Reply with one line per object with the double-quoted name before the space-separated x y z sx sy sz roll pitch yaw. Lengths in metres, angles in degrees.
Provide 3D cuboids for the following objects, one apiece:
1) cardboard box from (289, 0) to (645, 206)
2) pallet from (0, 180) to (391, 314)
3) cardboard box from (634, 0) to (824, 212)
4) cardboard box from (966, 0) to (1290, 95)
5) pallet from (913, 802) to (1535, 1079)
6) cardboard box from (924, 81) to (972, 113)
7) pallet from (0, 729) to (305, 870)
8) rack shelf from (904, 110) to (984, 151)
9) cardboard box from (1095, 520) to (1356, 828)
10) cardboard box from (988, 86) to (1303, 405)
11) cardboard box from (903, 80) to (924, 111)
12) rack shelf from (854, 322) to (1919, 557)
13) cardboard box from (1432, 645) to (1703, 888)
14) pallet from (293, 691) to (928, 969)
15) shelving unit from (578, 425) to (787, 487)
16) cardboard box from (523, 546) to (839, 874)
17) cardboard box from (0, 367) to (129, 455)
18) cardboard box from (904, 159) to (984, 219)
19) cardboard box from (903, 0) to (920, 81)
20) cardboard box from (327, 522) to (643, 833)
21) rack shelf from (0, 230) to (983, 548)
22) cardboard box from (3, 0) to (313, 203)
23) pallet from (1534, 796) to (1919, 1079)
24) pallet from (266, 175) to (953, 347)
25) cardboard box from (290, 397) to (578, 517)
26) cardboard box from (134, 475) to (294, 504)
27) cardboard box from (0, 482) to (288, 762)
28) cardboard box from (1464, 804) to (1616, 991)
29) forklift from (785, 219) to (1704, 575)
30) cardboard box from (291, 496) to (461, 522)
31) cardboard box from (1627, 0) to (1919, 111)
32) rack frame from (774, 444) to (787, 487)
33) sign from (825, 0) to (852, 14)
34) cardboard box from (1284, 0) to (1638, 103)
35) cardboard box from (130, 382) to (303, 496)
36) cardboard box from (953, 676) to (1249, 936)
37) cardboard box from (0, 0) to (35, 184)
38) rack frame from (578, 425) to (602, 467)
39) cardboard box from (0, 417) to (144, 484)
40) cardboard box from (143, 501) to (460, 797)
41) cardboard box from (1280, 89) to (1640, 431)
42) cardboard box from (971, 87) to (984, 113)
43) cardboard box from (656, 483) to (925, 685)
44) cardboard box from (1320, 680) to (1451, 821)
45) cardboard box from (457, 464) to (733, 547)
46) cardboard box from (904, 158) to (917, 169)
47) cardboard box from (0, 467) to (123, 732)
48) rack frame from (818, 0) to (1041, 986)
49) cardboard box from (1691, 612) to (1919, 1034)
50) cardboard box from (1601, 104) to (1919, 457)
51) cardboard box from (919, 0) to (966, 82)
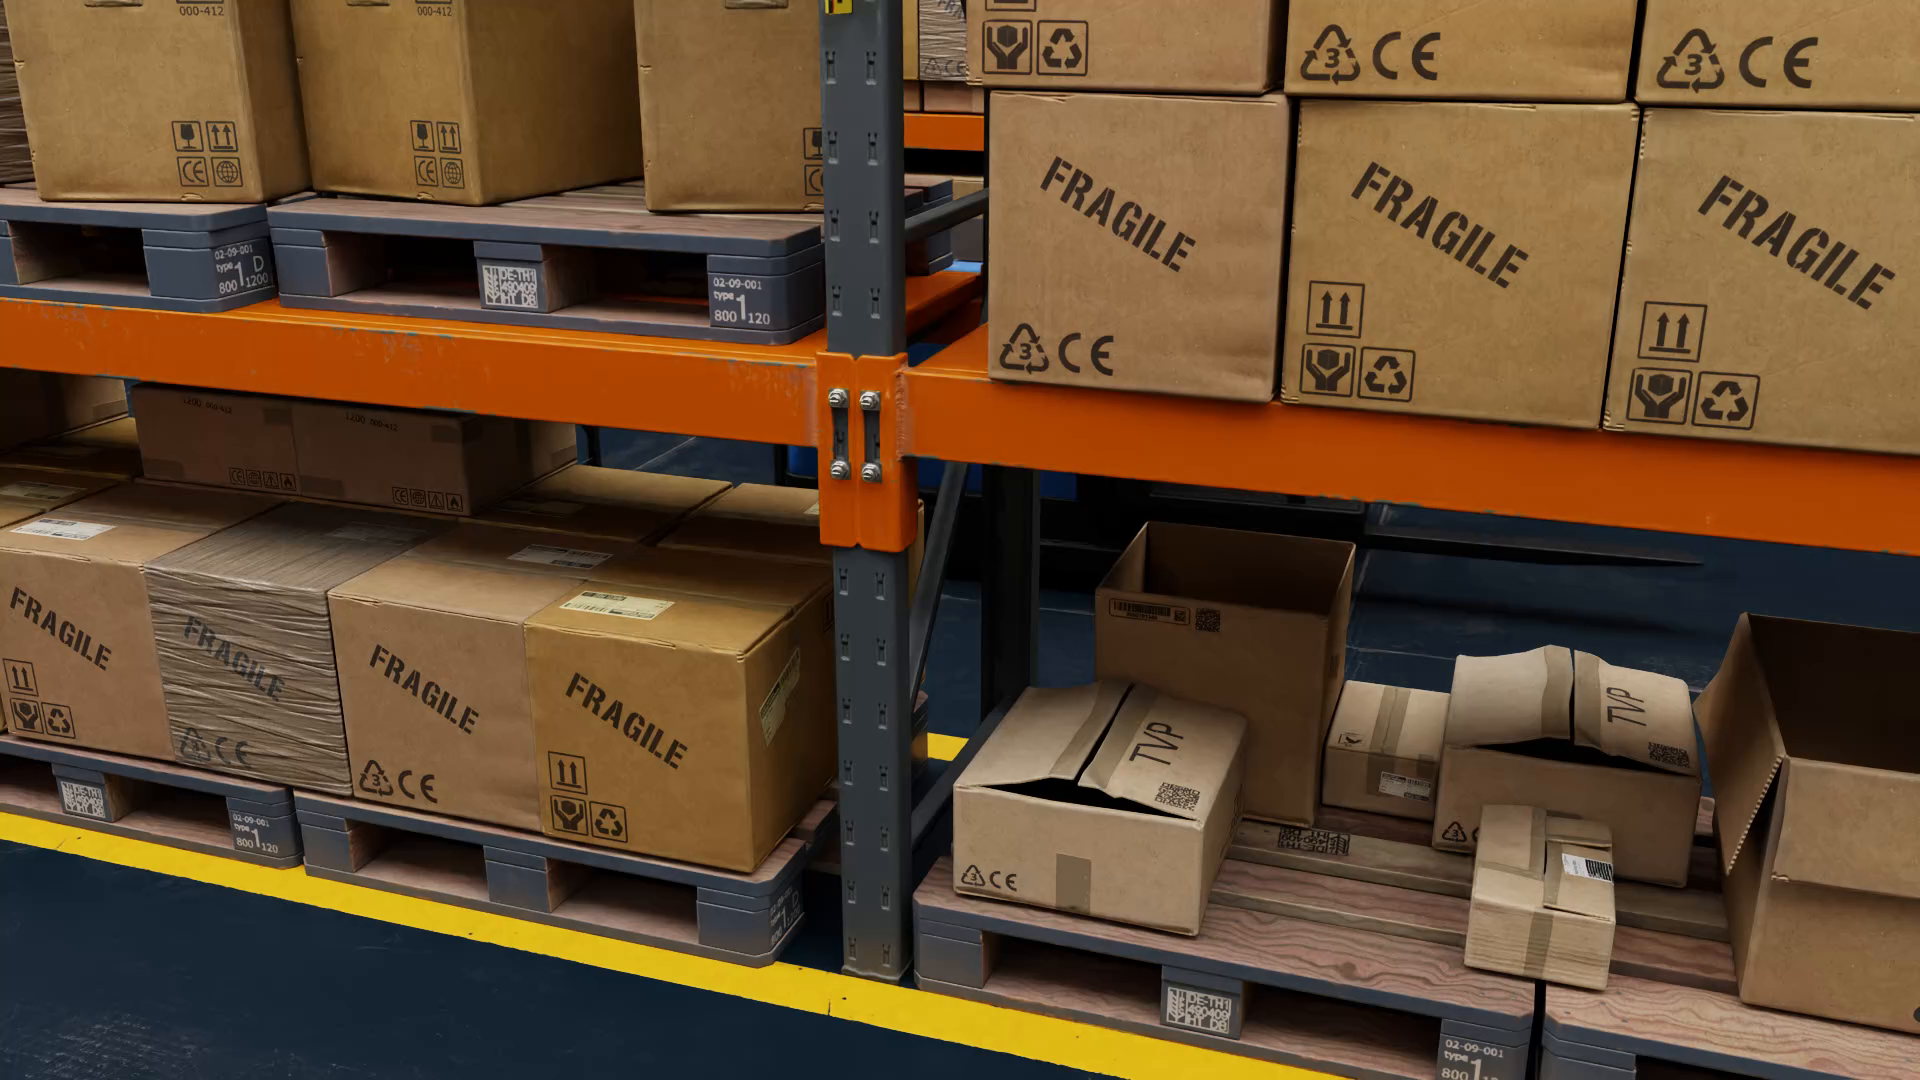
"cardboard box" -1.067 -1.078 3.822 0.500 0.500 0.700 10 22 27
"pallet" -1.963 -0.790 4.078 1.213 0.211 1.003 7 20 18
"cardboard box" -0.397 -1.024 3.666 0.500 0.500 0.700 0 19 0
"cardboard box" 0.330 -1.038 2.827 0.500 0.500 0.500 7 20 19
"pallet" 0.626 0.734 3.650 1.213 0.211 1.003 7 20 18
"cardboard box" 0.001 -2.188 8.148 0.250 0.149 0.380 6 20 17
"pallet" -1.960 0.452 4.459 1.213 0.211 1.003 7 20 18
"rack shelf" -0.290 -2.074 8.563 4.000 0.370 1.077 7 20 18
"cardboard box" 0.608 0.289 3.820 0.500 0.500 0.500 7 20 18
"cardboard box" 0.369 -0.565 2.988 0.500 0.500 0.500 7 20 19
"cardboard box" -0.246 -2.220 8.240 0.250 0.149 0.380 7 20 20
"rack shelf" 1.866 -0.102 2.904 4.000 0.370 1.077 7 20 18
"cardboard box" 1.317 0.459 3.619 0.500 0.311 0.500 7 20 18
"pallet" -0.804 0.583 4.082 1.213 0.211 1.003 7 20 18
"shelving unit" -1.056 -0.817 6.142 1.048 1.500 0.538 6 20 17
"cardboard box" -0.583 0.351 3.641 0.500 0.500 0.500 6 20 18
"cardboard box" -2.786 -0.438 4.766 0.500 0.250 0.500 7 21 20
"cardboard box" 0.102 -1.506 8.468 0.750 0.750 0.750 7 20 20
"cardboard box" -0.350 -2.528 8.137 0.500 0.500 0.500 7 20 20
"cardboard box" -1.047 0.295 3.802 0.500 0.500 0.500 7 20 18
"rack shelf" -1.912 -0.534 4.143 4.000 0.370 1.077 7 20 18
"cardboard box" -1.712 -1.075 3.812 0.500 0.500 0.700 1 19 4
"pallet" 1.782 0.865 3.274 1.213 0.211 1.003 7 20 18
"pallet" -0.742 -0.687 3.782 1.213 0.211 1.003 7 20 18
"cardboard box" -1.345 -0.275 4.298 0.500 0.250 0.500 7 20 18
"cardboard box" -1.854 0.022 4.585 0.500 0.500 0.500 6 20 16
"cardboard box" -2.002 0.186 4.113 0.500 0.500 0.500 6 20 16
"cardboard box" 1.123 0.676 3.217 0.250 0.166 0.380 7 20 18
"forklift" 0.960 -1.343 5.477 3.031 2.935 1.130 5 20 15
"cardboard box" -1.377 0.077 4.428 0.500 0.500 0.500 7 20 19
"cardboard box" 1.303 -0.927 2.508 0.500 0.500 0.500 6 20 16
"rack frame" -0.572 -0.766 5.996 0.032 1.500 0.500 6 20 17
"sign" -0.202 -1.031 2.718 0.005 0.325 0.100 7 20 18
"cardboard box" 0.817 -0.983 2.667 0.500 0.500 0.500 6 20 16
"cardboard box" -1.819 -0.329 4.453 0.500 0.250 0.500 6 20 17
"cardboard box" 0.303 0.517 3.452 0.500 0.311 0.500 7 20 18
"cardboard box" -2.368 -1.144 4.011 0.500 0.500 0.700 11 22 28
"rack frame" -1.541 -0.868 6.287 0.032 1.500 0.500 6 20 17
"cardboard box" -2.352 -0.033 4.742 0.500 0.500 0.500 6 20 16
"cardboard box" -1.521 0.241 3.958 0.500 0.500 0.500 7 20 19
"cardboard box" 0.854 -0.511 2.832 0.500 0.500 0.500 7 20 19
"cardboard box" 0.233 -2.157 8.057 0.250 0.149 0.380 7 20 18
"cardboard box" -0.400 0.187 4.111 0.500 0.500 0.500 6 20 16
"cardboard box" 0.982 0.476 3.816 0.250 0.149 0.380 7 20 18
"cardboard box" -0.907 0.133 4.267 0.500 0.500 0.500 7 20 19
"cardboard box" -0.702 -1.596 8.727 0.750 0.750 0.750 6 20 18
"cardboard box" -2.497 0.132 4.270 0.500 0.500 0.500 6 20 17
"rack frame" -0.023 -0.657 3.405 0.127 3.000 1.000 7 20 18
"cardboard box" 1.753 0.515 3.166 0.637 0.503 0.797 7 20 18
"cardboard box" 1.326 -0.456 2.675 0.500 0.500 0.500 6 20 18
"cardboard box" 0.124 -2.476 7.987 0.500 0.500 0.500 7 20 18
